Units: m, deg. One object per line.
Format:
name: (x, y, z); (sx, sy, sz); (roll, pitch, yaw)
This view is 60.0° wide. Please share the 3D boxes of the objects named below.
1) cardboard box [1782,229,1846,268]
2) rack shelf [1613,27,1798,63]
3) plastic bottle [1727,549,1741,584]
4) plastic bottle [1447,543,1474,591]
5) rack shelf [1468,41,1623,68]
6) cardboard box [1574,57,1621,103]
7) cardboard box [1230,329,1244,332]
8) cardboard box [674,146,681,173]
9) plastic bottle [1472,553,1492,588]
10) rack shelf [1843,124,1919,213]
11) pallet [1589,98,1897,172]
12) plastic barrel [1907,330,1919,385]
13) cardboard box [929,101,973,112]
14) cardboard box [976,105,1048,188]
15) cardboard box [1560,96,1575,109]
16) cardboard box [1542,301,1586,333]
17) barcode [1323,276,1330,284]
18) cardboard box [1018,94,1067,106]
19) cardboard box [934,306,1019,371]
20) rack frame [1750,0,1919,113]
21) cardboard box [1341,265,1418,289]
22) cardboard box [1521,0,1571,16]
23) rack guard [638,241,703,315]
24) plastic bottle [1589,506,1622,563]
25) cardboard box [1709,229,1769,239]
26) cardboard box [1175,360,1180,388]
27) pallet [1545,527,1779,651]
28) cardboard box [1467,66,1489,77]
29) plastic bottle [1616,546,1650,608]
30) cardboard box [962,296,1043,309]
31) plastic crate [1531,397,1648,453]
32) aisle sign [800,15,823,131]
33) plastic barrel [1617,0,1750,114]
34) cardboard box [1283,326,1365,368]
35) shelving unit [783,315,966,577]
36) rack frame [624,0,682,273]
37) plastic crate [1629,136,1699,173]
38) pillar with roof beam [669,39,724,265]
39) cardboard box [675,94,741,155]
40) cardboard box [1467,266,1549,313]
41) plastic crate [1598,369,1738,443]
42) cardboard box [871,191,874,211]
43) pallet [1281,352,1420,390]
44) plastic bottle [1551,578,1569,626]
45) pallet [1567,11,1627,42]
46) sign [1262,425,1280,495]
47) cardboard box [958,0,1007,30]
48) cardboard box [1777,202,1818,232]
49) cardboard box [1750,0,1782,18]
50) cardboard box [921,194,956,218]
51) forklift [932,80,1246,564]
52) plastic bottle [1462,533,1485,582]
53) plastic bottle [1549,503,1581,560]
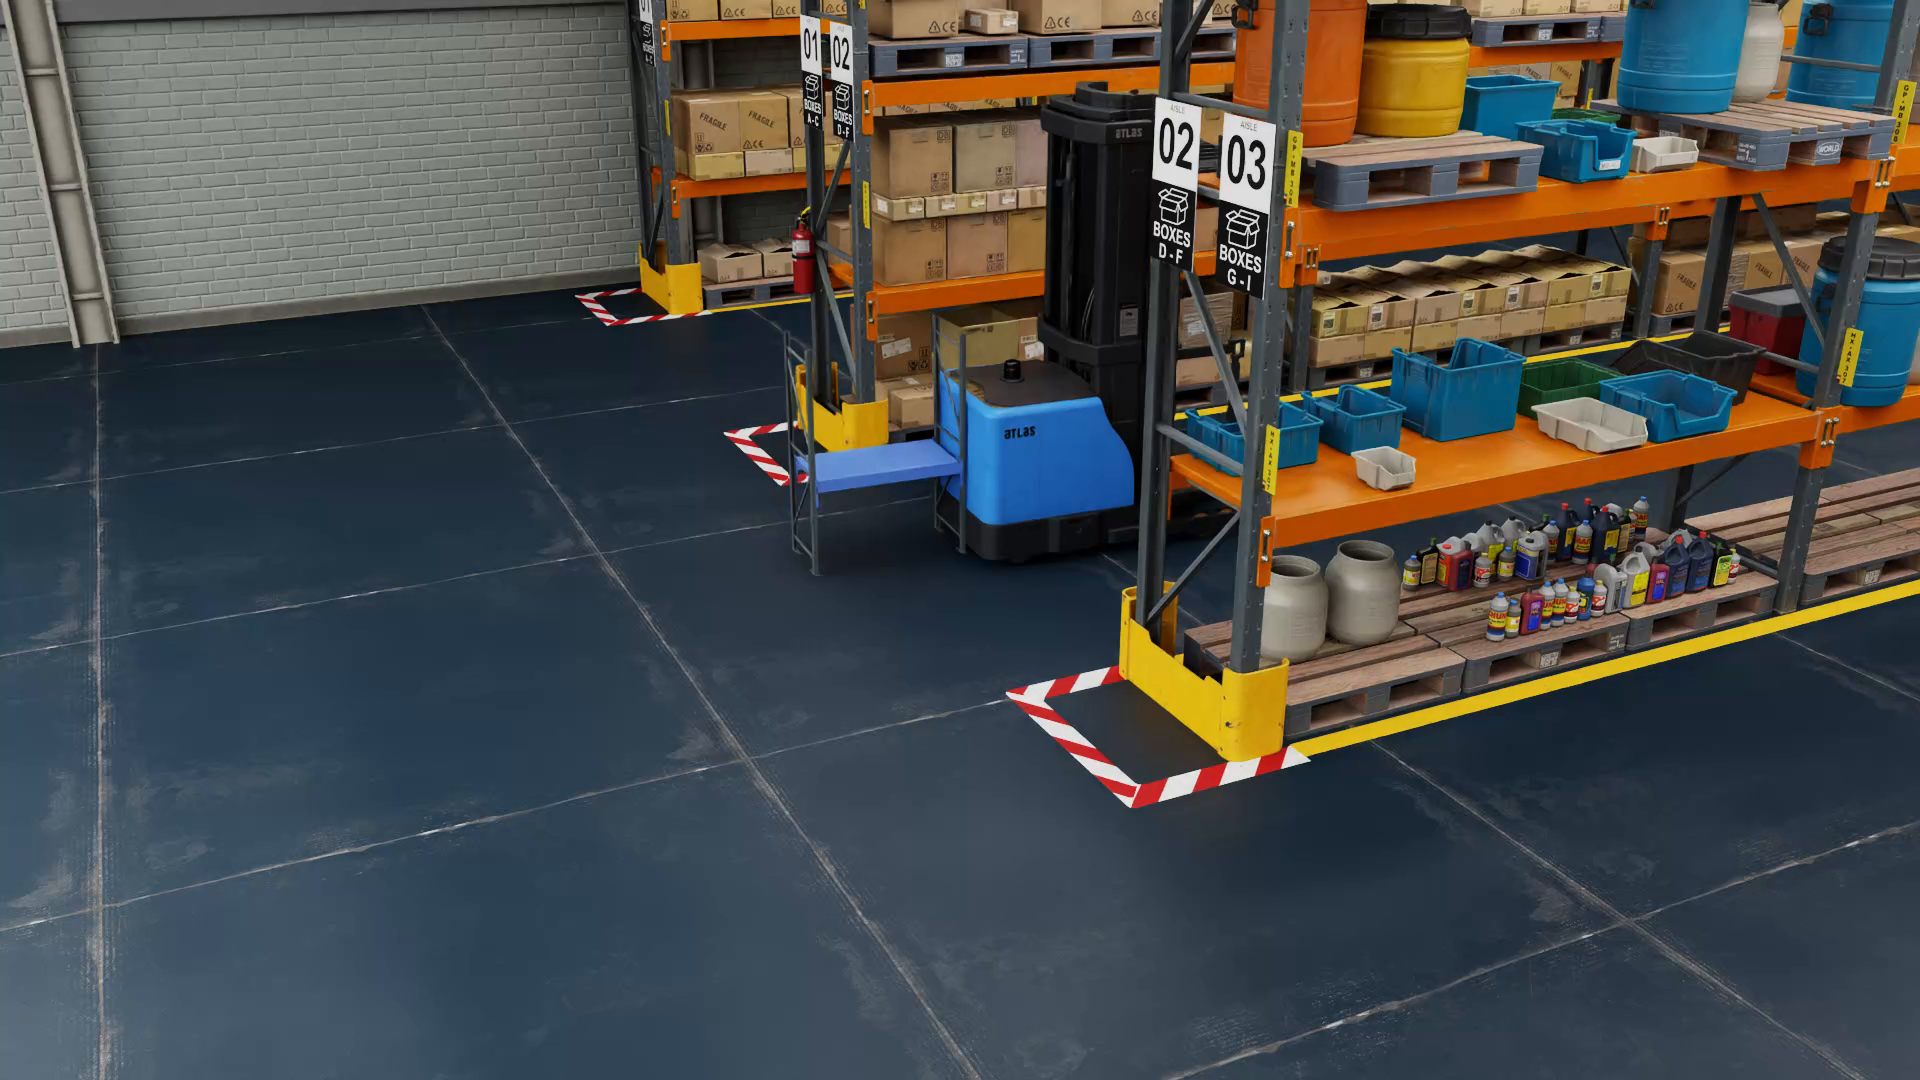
cardboard box: (8.686, -2.846, 16.896); (0.500, 0.500, 0.500); (-10, 25, -23)
rack shelf: (8.105, -4.862, 16.092); (4.000, 0.370, 1.077); (-10, 25, -24)
plastic bottle: (4.652, 0.152, 10.045); (0.097, 0.201, 0.097); (0, 22, 0)
plastic bottle: (2.990, 0.158, 9.922); (0.133, 0.283, 0.061); (-10, 25, -24)
rack shelf: (4.501, -4.198, 14.489); (4.000, 0.370, 1.077); (-10, 25, -24)
cardboard box: (8.252, -6.070, 21.599); (0.700, 0.700, 0.980); (-10, 25, -23)
cardboard box: (2.150, -1.764, 14.636); (0.500, 0.250, 0.500); (-10, 25, -24)
cardboard box: (-2.720, -3.940, 17.017); (0.500, 0.250, 0.500); (-10, 25, -23)
plastic bottle: (3.139, 0.177, 9.985); (0.097, 0.201, 0.097); (0, 22, 0)
rack shelf: (6.646, -2.491, 10.364); (4.000, 0.370, 1.077); (-10, 25, -24)
pallet: (4.236, -2.251, 9.091); (1.003, 0.211, 1.213); (-10, 25, -24)
plastic barrel: (5.801, -1.251, 10.173); (0.433, 0.535, 0.433); (0, 22, 0)
cardboard box: (-0.192, -4.536, 17.477); (0.500, 0.500, 0.500); (-11, 25, -24)
cardboard box: (0.494, -3.050, 12.869); (0.500, 0.500, 0.700); (-10, 25, -23)
cardboard box: (7.574, -5.586, 21.126); (0.250, 0.149, 0.380); (-10, 25, -23)
cardboard box: (5.472, -2.142, 15.549); (0.500, 0.250, 0.500); (-11, 25, -24)
barcode: (3.110, -2.204, 14.090); (0.075, 0.075, 0.001); (-10, 25, -24)
cardboard box: (1.021, -4.842, 18.319); (0.500, 0.500, 0.700); (-10, 25, -23)
cardboard box: (0.124, -1.516, 13.055); (0.500, 0.500, 0.500); (-10, 25, -24)
rack frame: (4.844, -3.877, 8.851); (0.127, 3.000, 1.000); (-10, 25, -24)
cardboard box: (3.856, -2.332, 15.275); (0.500, 0.311, 0.500); (-11, 25, -24)
cardboard box: (4.934, -4.708, 14.428); (0.500, 0.250, 0.500); (-11, 25, -25)
rack guard: (-2.988, -2.714, 17.152); (0.348, 0.500, 1.175); (-10, 25, -24)
plastic bottle: (3.999, -0.044, 10.323); (0.185, 0.351, 0.144); (-10, 25, -24)
cardboard box: (7.981, -2.936, 17.114); (0.500, 0.500, 0.500); (-11, 25, -26)
cardboard box: (1.477, -1.417, 13.797); (0.500, 0.250, 0.500); (-10, 25, -24)
pallet: (4.221, 0.280, 10.298); (1.213, 0.211, 1.003); (-10, 25, -24)
cardboard box: (6.090, -5.623, 20.367); (0.500, 0.500, 0.500); (-10, 24, -22)
plastic bottle: (3.925, 0.207, 9.717); (0.185, 0.351, 0.144); (-11, 25, -24)
cardboard box: (0.344, -1.782, 13.699); (0.500, 0.500, 0.500); (-10, 25, -24)
plastic crate: (3.491, -0.627, 9.188); (0.437, 0.136, 0.530); (-10, 25, -24)
aisle sign: (-1.092, -3.441, 12.242); (0.004, 0.787, 0.394); (-10, 25, -24)
plastic barrel: (3.901, -2.789, 8.939); (0.708, 0.901, 0.600); (-10, 25, -24)
cardboard box: (3.170, -1.718, 14.525); (0.500, 0.250, 0.500); (-11, 25, -25)
shelving unit: (-0.540, -0.618, 10.781); (1.048, 1.500, 0.538); (-9, 24, -20)
rack frame: (-3.057, -3.856, 16.644); (0.127, 3.000, 1.000); (-10, 25, -24)
plastic crate: (3.573, -1.964, 8.496); (0.396, 0.136, 0.243); (-10, 25, -24)
pillar with roof beam: (-0.934, -5.559, 12.913); (0.400, 9.000, 9.100); (-10, 25, -24)
cardboard box: (-2.496, -4.118, 16.466); (0.500, 0.500, 0.500); (-10, 25, -24)
cardboard box: (5.017, -2.316, 15.237); (0.500, 0.311, 0.500); (-11, 25, -24)
plastic crate: (3.965, -0.760, 9.358); (0.616, 0.251, 0.499); (-10, 25, -24)
cardboard box: (-0.643, -2.625, 12.690); (0.250, 0.149, 0.380); (-11, 25, -25)
pallet: (3.346, -1.660, 14.985); (1.213, 0.211, 1.003); (-10, 25, -24)
plastic bottle: (3.408, 0.349, 9.478); (0.097, 0.271, 0.097); (0, 22, 0)
pallet: (5.731, -4.632, 14.843); (1.003, 0.211, 1.213); (-9, 24, -21)
sign: (1.474, -0.380, 7.883); (0.005, 0.325, 0.100); (-10, 25, -24)
cardboard box: (0.018, -4.007, 12.550); (0.500, 0.250, 0.500); (-10, 25, -24)
cardboard box: (8.465, -3.373, 17.189); (0.500, 0.250, 0.500); (-10, 25, -24)
cardboard box: (7.141, -5.077, 15.541); (0.500, 0.500, 0.910); (-10, 25, -24)
cardboard box: (-0.221, -2.531, 12.464); (0.250, 0.149, 0.380); (-11, 25, -25)
forklift: (1.377, -1.547, 11.154); (3.031, 2.935, 1.130); (-9, 24, -20)
plastic bottle: (3.069, 0.102, 10.067); (0.135, 0.276, 0.152); (-11, 25, -25)
plastic bottle: (3.767, -0.063, 10.368); (0.185, 0.351, 0.144); (-12, 25, -26)
